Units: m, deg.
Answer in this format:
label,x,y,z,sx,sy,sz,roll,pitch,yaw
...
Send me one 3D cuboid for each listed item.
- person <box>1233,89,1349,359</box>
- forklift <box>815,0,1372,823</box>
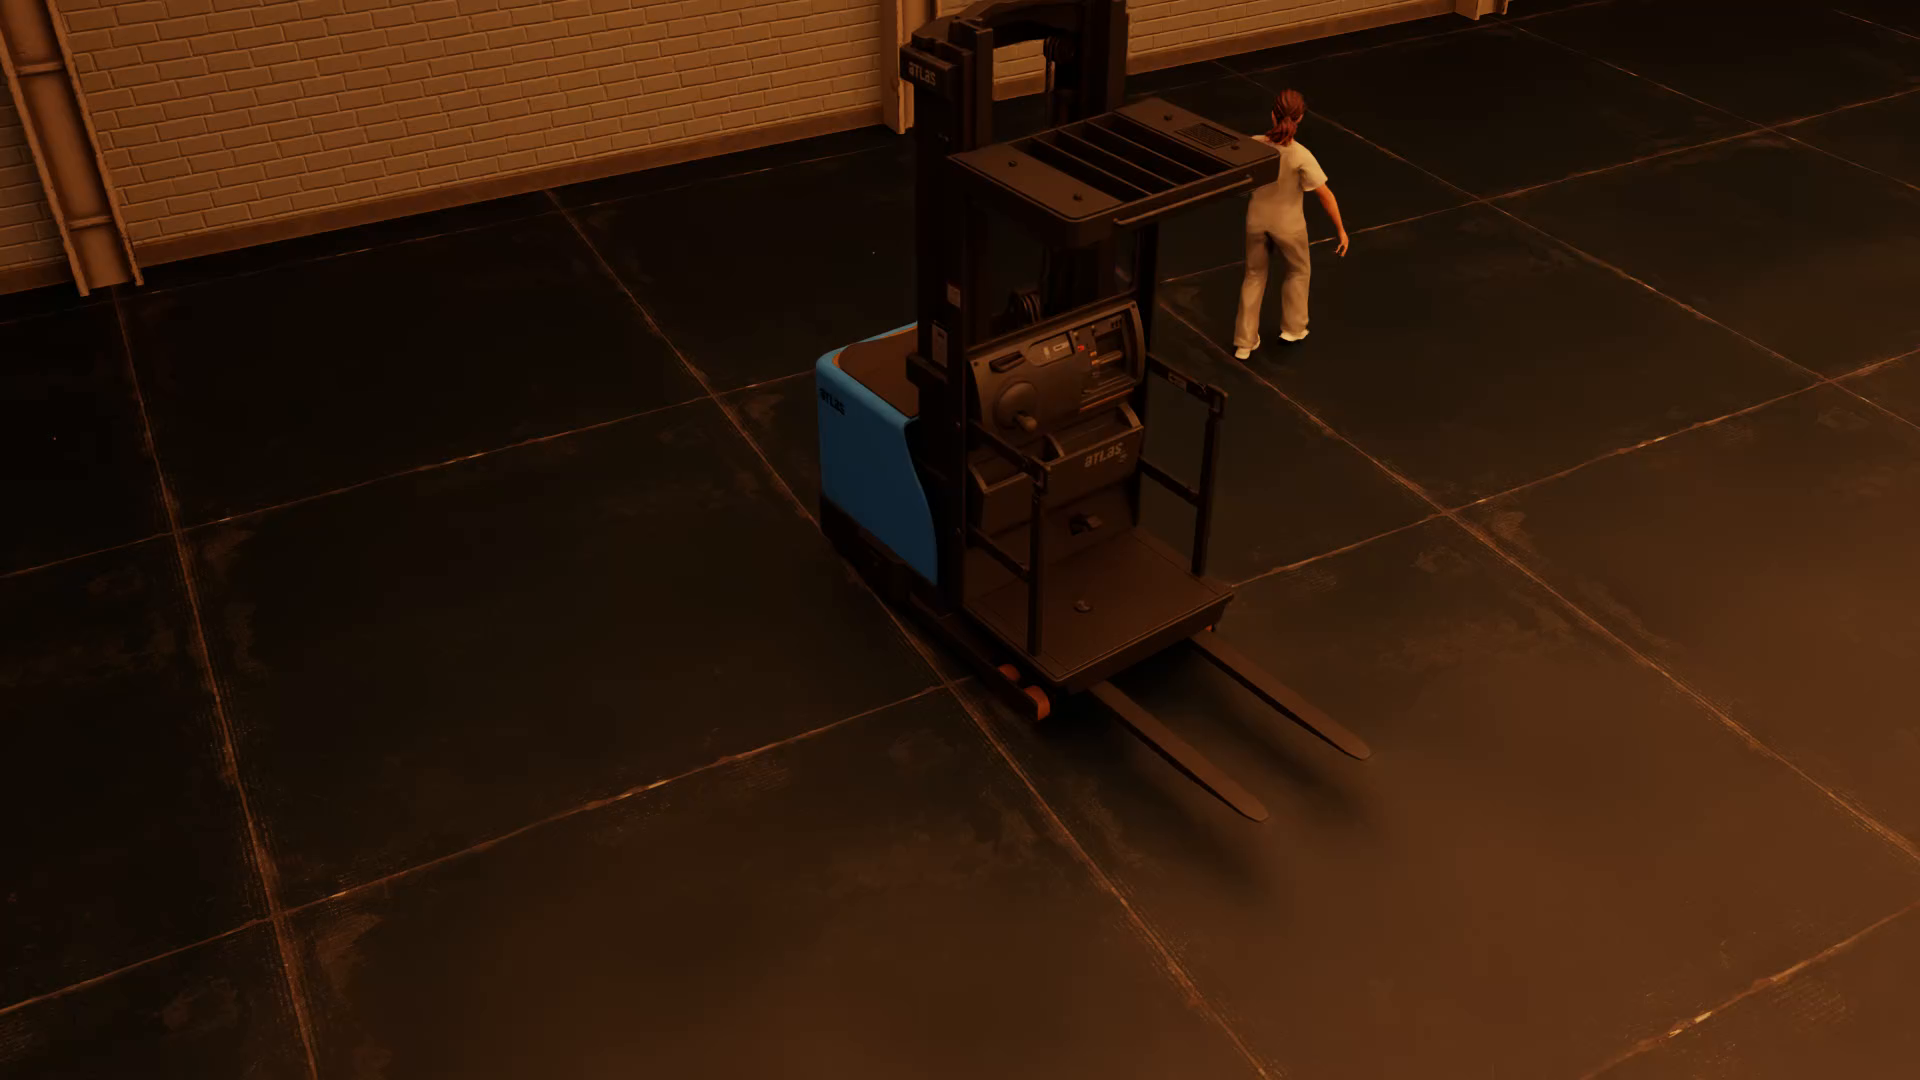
label,x,y,z,sx,sy,sz,roll,pitch,yaw
person,1.942,-1.884,9.944,0.884,1.681,0.632,21,40,27
forklift,0.563,-0.697,7.109,1.130,2.935,3.031,-23,41,-29
